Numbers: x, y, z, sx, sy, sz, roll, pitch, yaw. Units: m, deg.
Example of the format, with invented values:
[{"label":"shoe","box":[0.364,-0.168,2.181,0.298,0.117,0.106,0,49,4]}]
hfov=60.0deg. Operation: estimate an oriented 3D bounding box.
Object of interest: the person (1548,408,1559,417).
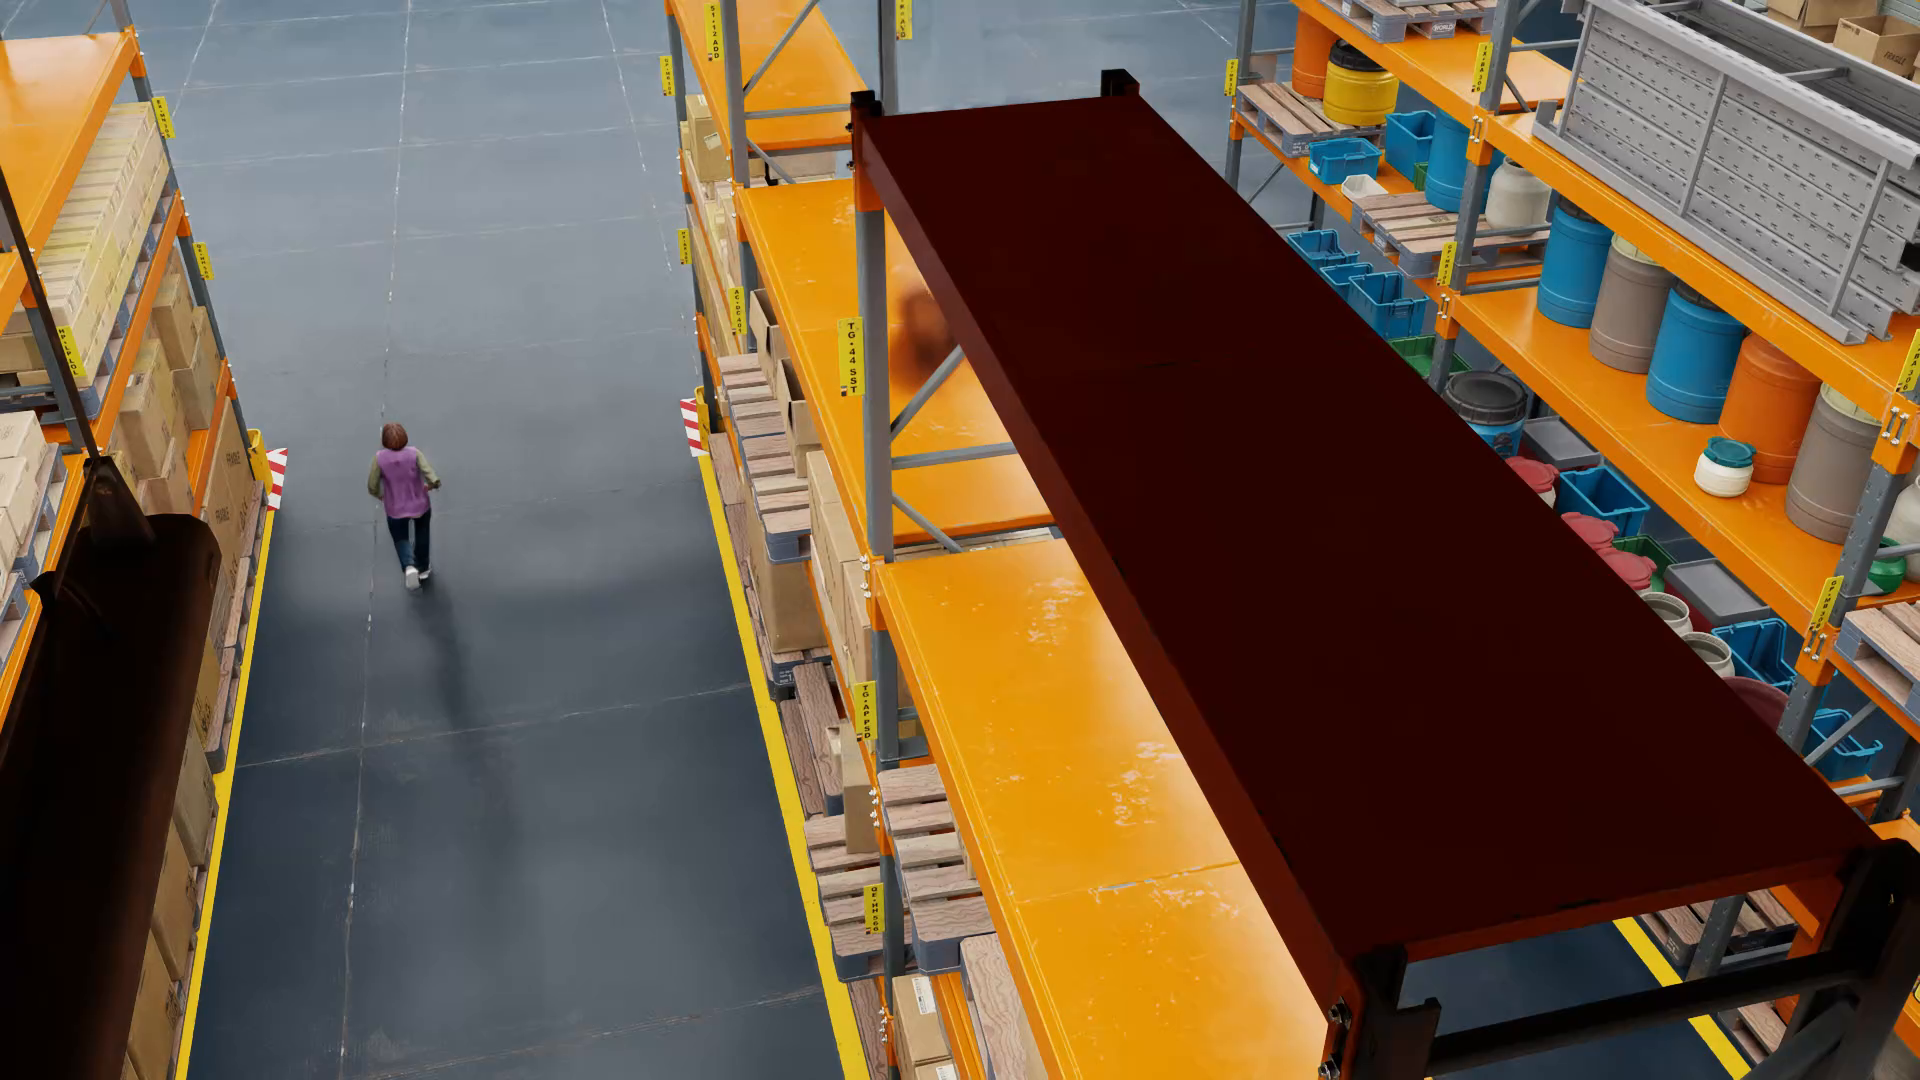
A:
[{"label":"person","box":[5.280,-1.201,14.388,0.604,1.707,0.795,1,34,1]}]

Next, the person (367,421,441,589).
[{"label":"person","box":[-4.327,-0.224,13.085,0.539,1.561,0.770,-12,36,-17]}]
